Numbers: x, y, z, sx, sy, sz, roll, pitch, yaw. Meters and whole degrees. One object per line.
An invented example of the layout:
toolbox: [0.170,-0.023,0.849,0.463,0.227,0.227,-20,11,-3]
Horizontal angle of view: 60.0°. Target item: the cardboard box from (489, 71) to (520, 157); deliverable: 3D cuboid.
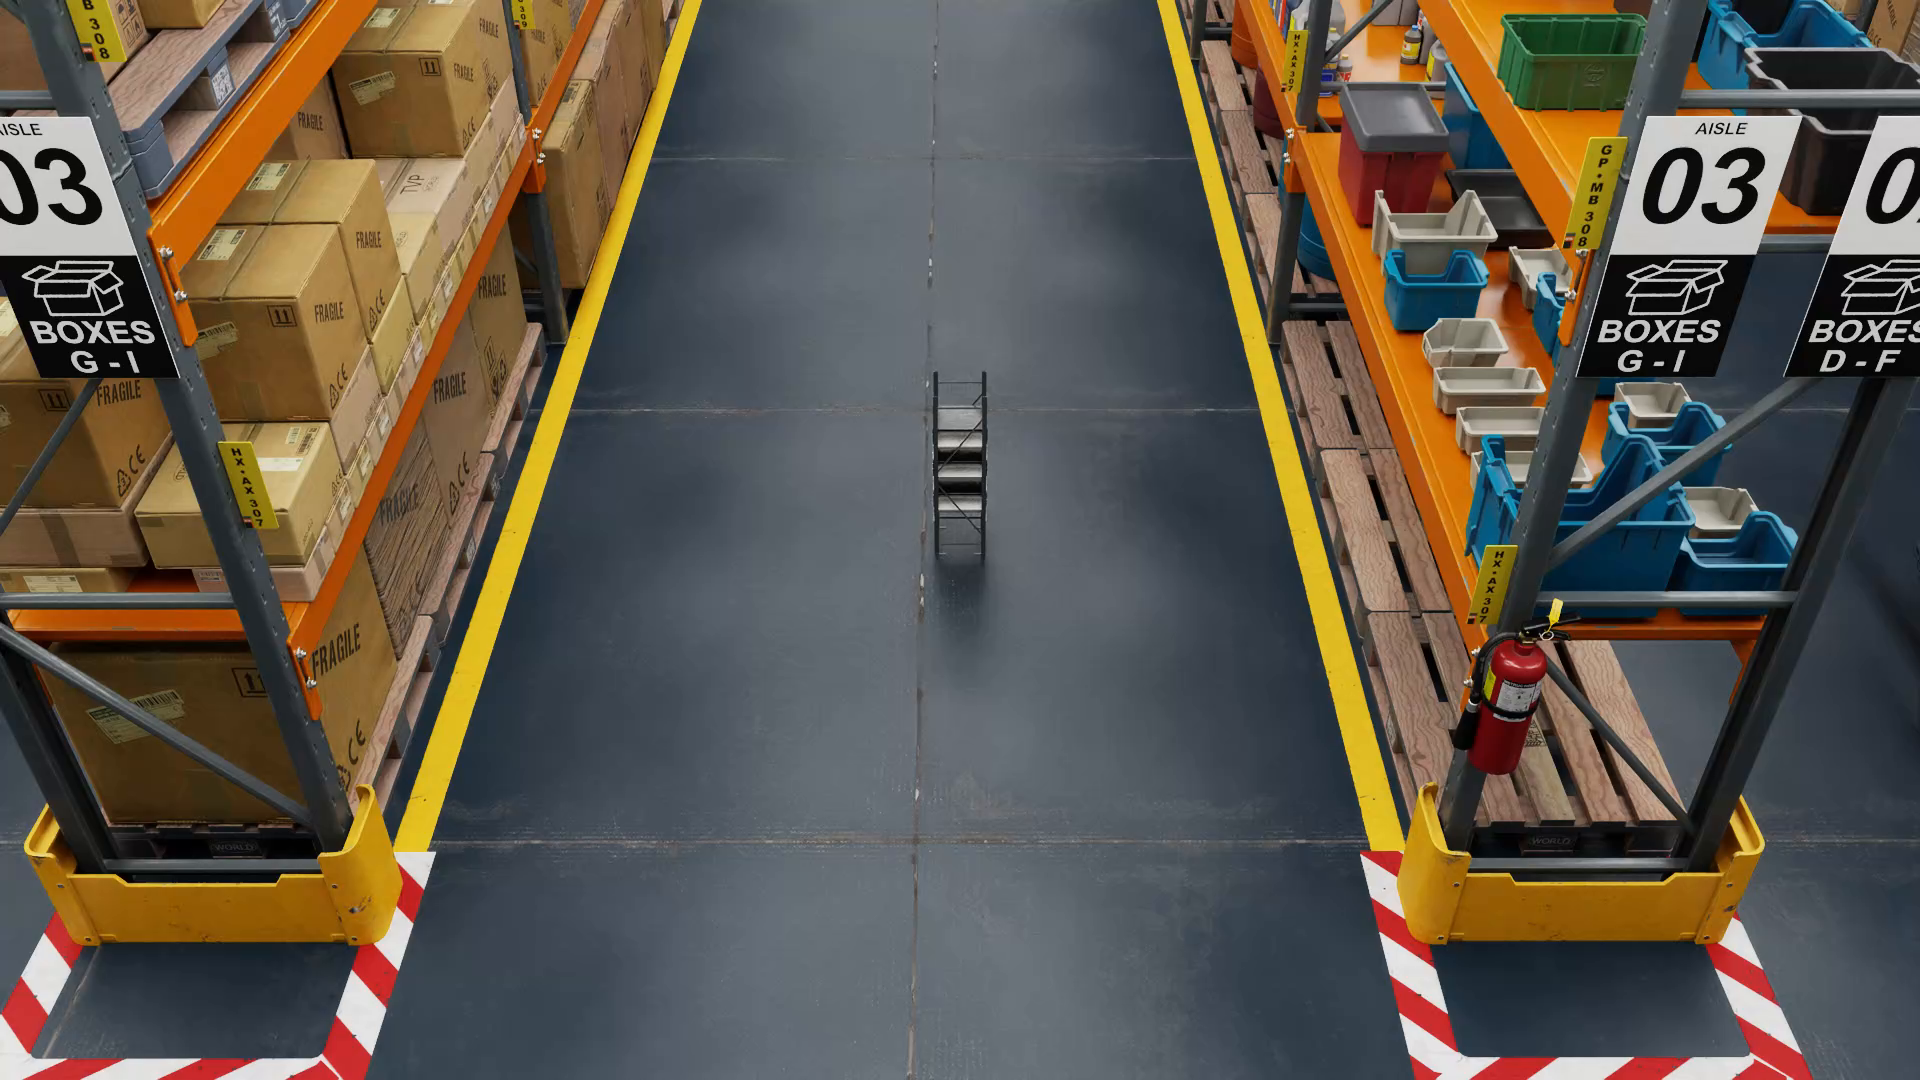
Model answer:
cardboard box: [-2.454,-2.081,8.076,0.500,0.250,0.500,-1,39,-1]

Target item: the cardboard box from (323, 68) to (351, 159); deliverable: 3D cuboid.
cardboard box: [-2.979,-2.042,7.427,0.500,0.500,0.500,0,39,0]

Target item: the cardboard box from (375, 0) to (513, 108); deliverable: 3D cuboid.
cardboard box: [-2.449,-2.362,7.827,0.500,0.500,0.500,1,39,1]

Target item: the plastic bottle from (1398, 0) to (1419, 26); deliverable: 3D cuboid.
plastic bottle: [2.615,-3.123,9.594,0.152,0.276,0.135,0,39,0]

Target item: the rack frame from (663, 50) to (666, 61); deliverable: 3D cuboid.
rack frame: [-2.722,-4.801,11.588,1.000,3.000,0.127,0,39,0]

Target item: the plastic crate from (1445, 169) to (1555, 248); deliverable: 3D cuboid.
plastic crate: [2.506,-1.519,7.665,0.437,0.125,0.590,0,39,0]

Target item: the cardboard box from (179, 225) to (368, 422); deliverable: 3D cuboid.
cardboard box: [-2.444,-0.761,5.829,0.500,0.500,0.500,-1,39,-1]

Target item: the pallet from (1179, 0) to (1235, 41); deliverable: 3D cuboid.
pallet: [2.269,-4.201,13.069,1.003,0.211,1.213,0,39,0]

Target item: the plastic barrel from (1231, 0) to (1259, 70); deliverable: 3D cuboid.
plastic barrel: [2.249,-3.816,11.758,0.600,0.830,0.708,0,39,0]

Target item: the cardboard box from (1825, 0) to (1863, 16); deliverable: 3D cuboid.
cardboard box: [6.940,-4.225,12.733,0.500,0.250,0.500,1,39,1]

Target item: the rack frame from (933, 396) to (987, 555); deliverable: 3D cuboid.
rack frame: [0.000,-0.282,7.628,0.240,0.900,0.006,0,39,0]

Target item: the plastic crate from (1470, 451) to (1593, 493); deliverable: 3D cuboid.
plastic crate: [2.058,-0.232,6.049,0.396,0.136,0.243,0,39,0]

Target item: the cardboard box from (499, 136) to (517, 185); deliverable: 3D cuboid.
cardboard box: [-2.389,-1.850,8.106,0.380,0.149,0.250,1,39,1]

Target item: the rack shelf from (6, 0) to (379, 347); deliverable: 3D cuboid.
rack shelf: [-2.715,-1.939,6.193,1.077,0.370,4.000,0,39,0]

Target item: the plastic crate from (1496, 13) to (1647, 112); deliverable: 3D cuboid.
plastic crate: [1.954,-1.506,5.247,0.450,0.188,0.336,0,39,0]

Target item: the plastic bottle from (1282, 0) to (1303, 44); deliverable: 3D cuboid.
plastic bottle: [1.907,-2.974,9.347,0.144,0.351,0.185,0,39,0]

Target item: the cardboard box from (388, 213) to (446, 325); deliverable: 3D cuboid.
cardboard box: [-2.453,-1.122,6.879,0.500,0.250,0.500,-1,39,-1]

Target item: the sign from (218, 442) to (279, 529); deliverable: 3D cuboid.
sign: [-2.158,-0.163,5.045,0.100,0.325,0.005,0,39,0]

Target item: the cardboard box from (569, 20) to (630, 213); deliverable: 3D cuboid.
cardboard box: [-2.740,-2.593,10.196,1.225,0.875,0.875,-1,39,-2]

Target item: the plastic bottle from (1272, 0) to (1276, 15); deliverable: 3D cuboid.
plastic bottle: [1.883,-3.172,9.714,0.097,0.201,0.097,0,39,0]

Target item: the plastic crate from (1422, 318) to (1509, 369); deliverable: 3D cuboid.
plastic crate: [2.029,-0.773,6.724,0.298,0.136,0.250,0,39,0]

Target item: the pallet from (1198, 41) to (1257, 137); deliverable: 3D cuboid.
pallet: [2.274,-3.223,11.849,1.003,0.211,1.213,0,39,0]

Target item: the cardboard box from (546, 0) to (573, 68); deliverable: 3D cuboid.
cardboard box: [-2.469,-2.941,9.187,0.500,0.500,0.500,0,39,0]

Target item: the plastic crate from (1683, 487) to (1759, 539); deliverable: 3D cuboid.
plastic crate: [2.652,-0.077,5.856,0.250,0.136,0.298,0,39,0]

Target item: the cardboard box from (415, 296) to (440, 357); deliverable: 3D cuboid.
cardboard box: [-2.386,-0.884,6.901,0.380,0.149,0.250,-1,39,-1]

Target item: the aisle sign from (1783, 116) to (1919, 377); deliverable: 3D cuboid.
aisle sign: [2.537,-0.771,4.481,0.394,0.787,0.004,0,39,0]

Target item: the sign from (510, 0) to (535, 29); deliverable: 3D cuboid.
sign: [-2.162,-2.670,8.173,0.100,0.325,0.005,0,39,0]

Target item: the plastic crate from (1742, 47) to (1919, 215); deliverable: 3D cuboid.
plastic crate: [2.519,-1.162,4.753,0.497,0.269,0.590,0,39,0]

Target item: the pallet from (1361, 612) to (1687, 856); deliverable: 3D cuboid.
pallet: [2.278,0.771,6.865,1.003,0.211,1.213,0,39,0]

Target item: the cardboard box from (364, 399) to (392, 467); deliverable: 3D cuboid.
cardboard box: [-2.387,-0.406,6.304,0.380,0.149,0.250,-1,39,-1]

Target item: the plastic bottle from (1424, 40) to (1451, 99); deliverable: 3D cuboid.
plastic bottle: [2.559,-2.529,8.793,0.144,0.351,0.185,0,39,0]

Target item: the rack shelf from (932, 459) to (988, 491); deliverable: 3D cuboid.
rack shelf: [0.000,-0.320,7.729,0.258,0.077,0.200,0,39,0]

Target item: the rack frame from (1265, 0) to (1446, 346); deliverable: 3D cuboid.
rack frame: [2.236,-2.303,8.471,1.000,3.000,0.127,0,39,0]

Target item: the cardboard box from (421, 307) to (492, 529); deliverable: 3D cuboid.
cardboard box: [-2.795,-0.659,7.782,0.875,0.875,0.875,0,39,0]

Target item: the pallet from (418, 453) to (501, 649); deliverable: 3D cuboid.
pallet: [-2.790,0.029,7.790,1.003,0.211,1.213,0,39,0]

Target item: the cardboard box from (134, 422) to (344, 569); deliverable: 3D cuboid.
cardboard box: [-2.443,-0.156,5.674,0.500,0.250,0.500,-1,39,-1]

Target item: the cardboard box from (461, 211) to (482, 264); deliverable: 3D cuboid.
cardboard box: [-2.388,-1.367,7.504,0.380,0.149,0.250,1,39,1]

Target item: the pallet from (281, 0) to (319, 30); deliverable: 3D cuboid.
pallet: [-2.728,-2.163,5.968,1.003,0.211,1.213,0,39,0]

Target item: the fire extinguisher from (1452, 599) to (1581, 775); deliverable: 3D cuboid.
fire extinguisher: [1.786,0.469,5.372,0.296,0.674,0.183,0,39,0]

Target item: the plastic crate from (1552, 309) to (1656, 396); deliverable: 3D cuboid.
plastic crate: [2.568,-0.738,6.603,0.416,0.233,0.300,0,39,0]

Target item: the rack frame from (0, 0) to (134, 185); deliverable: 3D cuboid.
rack frame: [-2.713,-2.139,3.469,1.000,3.000,0.127,0,39,0]

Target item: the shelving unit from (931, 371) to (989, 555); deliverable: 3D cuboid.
shelving unit: [0.000,-0.346,7.708,0.258,0.900,0.210,0,39,0]

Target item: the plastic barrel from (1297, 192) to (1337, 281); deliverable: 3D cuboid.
plastic barrel: [2.252,-1.988,9.420,0.600,0.901,0.708,0,39,0]

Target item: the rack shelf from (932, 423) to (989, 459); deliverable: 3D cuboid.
rack shelf: [0.000,-0.461,7.616,0.258,0.077,0.200,0,39,0]

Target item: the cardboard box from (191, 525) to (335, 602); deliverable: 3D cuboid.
cardboard box: [-2.383,0.078,5.701,0.380,0.149,0.250,0,39,0]

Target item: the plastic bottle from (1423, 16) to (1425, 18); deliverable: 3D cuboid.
plastic bottle: [2.643,-2.878,9.346,0.097,0.201,0.097,0,39,0]

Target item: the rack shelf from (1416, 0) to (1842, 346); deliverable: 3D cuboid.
rack shelf: [2.238,-1.942,6.197,1.077,0.370,4.000,0,39,0]

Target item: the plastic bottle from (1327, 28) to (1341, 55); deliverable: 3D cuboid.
plastic bottle: [2.036,-2.712,9.140,0.097,0.201,0.097,0,39,0]

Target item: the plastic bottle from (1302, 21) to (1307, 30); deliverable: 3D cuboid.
plastic bottle: [1.866,-2.648,8.995,0.061,0.283,0.133,0,39,0]
